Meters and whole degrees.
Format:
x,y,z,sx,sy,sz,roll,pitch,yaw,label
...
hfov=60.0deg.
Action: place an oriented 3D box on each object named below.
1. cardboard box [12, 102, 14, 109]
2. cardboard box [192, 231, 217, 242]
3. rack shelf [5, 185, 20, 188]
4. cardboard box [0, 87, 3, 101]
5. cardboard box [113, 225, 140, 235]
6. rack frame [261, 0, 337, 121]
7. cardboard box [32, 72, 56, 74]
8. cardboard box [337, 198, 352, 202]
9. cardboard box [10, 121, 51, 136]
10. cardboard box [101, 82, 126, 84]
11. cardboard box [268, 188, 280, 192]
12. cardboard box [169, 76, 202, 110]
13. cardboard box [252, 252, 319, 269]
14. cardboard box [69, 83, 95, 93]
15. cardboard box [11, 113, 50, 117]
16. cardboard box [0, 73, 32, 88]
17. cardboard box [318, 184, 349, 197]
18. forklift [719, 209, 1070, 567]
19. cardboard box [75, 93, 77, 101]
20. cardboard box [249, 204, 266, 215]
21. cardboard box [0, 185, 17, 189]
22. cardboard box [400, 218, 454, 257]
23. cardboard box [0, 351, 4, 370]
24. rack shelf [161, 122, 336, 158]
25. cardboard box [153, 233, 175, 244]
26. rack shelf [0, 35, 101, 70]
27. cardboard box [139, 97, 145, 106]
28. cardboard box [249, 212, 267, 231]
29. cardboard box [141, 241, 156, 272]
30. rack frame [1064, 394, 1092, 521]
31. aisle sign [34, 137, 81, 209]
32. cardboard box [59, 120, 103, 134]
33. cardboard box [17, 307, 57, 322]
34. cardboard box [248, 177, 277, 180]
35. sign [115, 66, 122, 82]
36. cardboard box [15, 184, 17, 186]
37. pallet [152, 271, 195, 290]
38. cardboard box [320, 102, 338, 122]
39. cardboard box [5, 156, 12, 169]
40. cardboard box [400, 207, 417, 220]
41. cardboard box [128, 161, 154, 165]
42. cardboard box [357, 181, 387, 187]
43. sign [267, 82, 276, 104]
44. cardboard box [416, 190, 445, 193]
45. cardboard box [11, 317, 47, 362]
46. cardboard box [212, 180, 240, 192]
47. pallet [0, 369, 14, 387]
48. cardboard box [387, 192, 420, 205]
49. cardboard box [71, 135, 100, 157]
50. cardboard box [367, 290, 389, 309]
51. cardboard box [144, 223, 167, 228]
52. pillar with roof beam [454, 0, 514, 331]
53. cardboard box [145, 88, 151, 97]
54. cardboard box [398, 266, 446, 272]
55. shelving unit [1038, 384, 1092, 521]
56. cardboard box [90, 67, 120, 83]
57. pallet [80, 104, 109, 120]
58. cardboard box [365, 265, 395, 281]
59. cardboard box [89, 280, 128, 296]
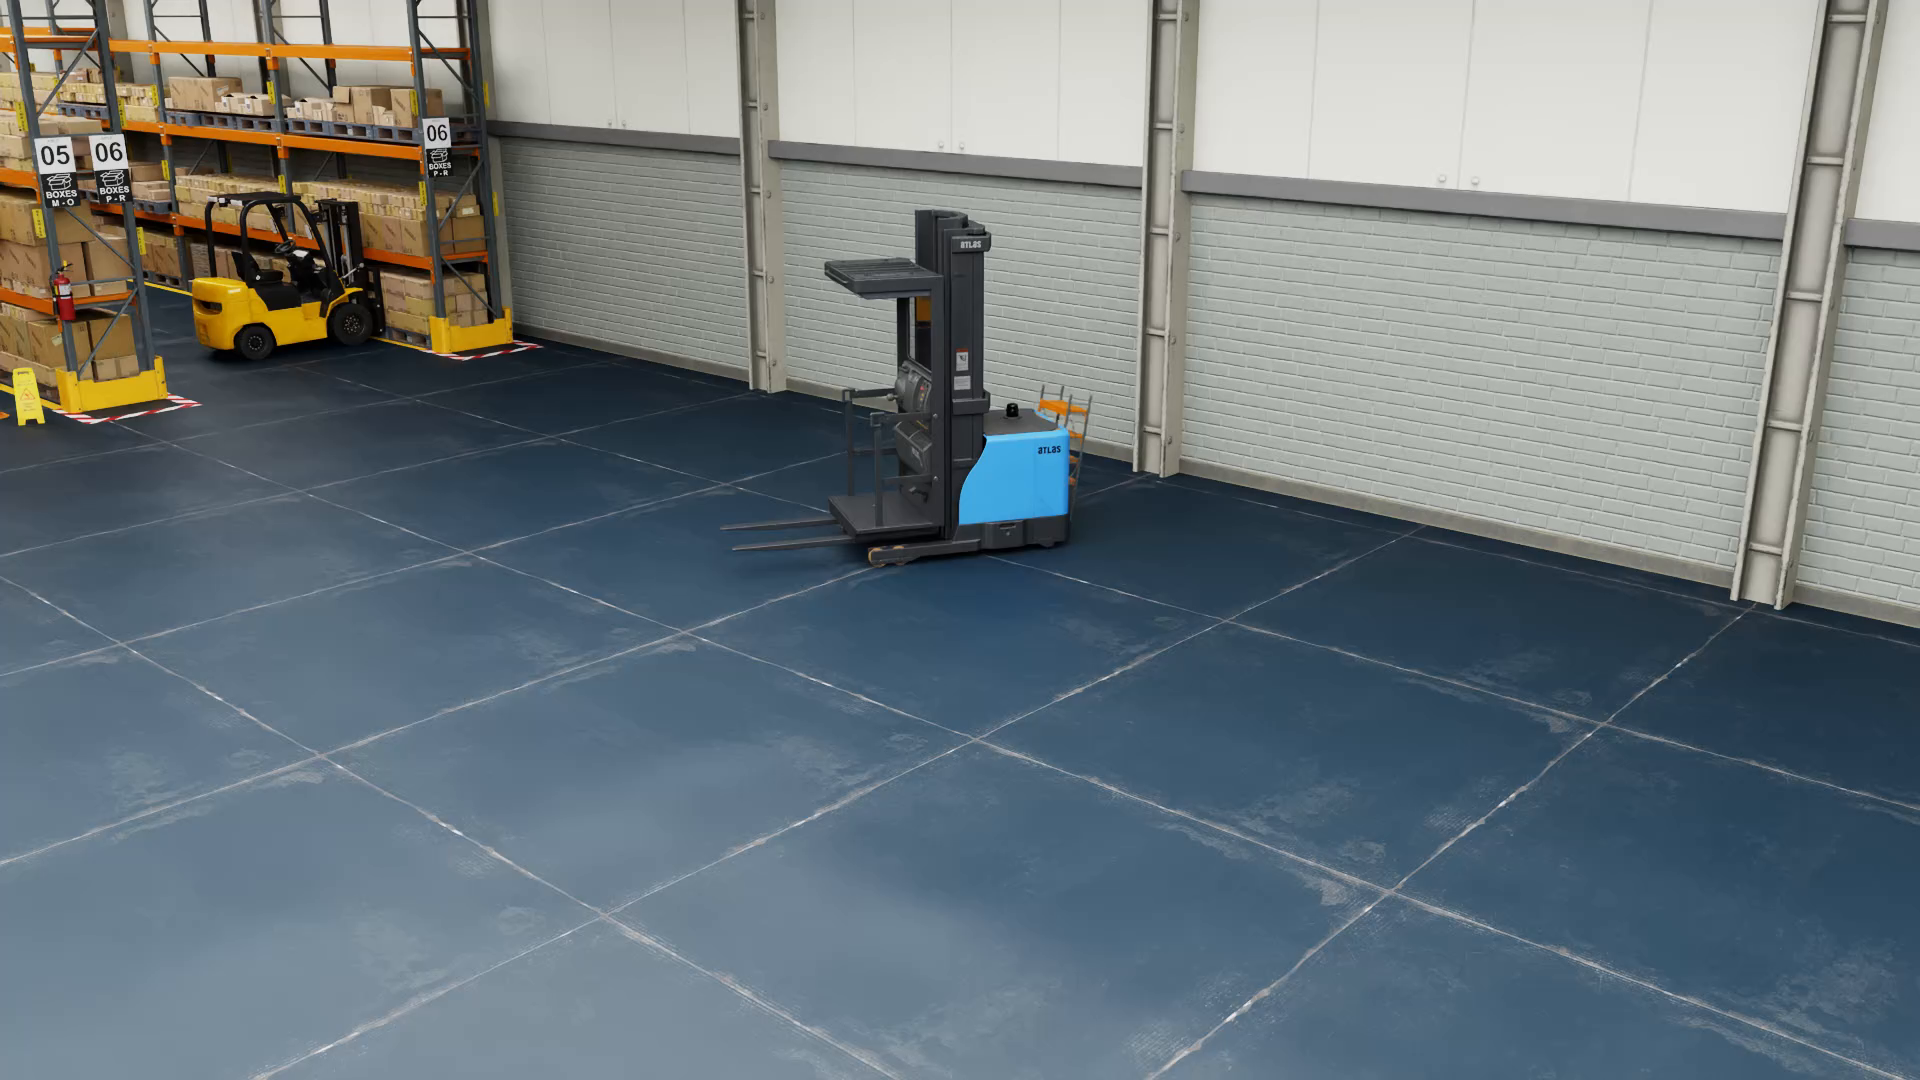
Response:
x,y,z,sx,sy,sz,roll,pitch,yaw,label
-17.945,-8.356,31.938,0.250,0.149,0.380,15,23,39,cardboard box
-13.348,-5.371,29.442,0.250,0.149,0.380,16,24,41,cardboard box
-17.472,-6.680,32.391,4.000,0.370,1.077,15,23,39,rack shelf
-18.423,-8.676,32.289,0.500,0.250,0.500,16,23,40,cardboard box
-15.212,-5.668,30.378,0.250,0.149,0.380,15,23,38,cardboard box
-9.992,-7.875,25.048,0.127,3.000,1.000,15,23,39,rack frame
-17.669,-8.931,32.265,0.500,0.250,0.500,15,23,40,cardboard box
-8.990,-4.985,24.622,0.250,0.149,0.380,14,22,38,cardboard box
-10.909,-4.840,19.541,0.250,0.149,0.380,16,23,40,cardboard box
-15.274,-8.192,30.072,0.250,0.149,0.380,14,23,38,cardboard box
-10.600,-5.438,26.050,0.250,0.149,0.380,15,23,38,cardboard box
-12.604,-7.343,27.306,0.500,0.500,0.500,15,23,40,cardboard box
-10.965,-4.343,27.069,0.625,0.625,0.875,15,23,39,cardboard box
-15.635,-8.064,29.667,0.250,0.149,0.380,14,23,38,cardboard box
-11.679,-5.277,20.920,0.250,0.149,0.380,15,23,40,cardboard box
-18.050,-8.813,31.893,0.500,0.250,0.500,15,23,38,cardboard box
-9.374,-5.226,24.892,0.250,0.149,0.380,16,23,40,cardboard box
-0.593,-1.339,14.487,3.031,2.935,1.130,-6,18,-17,forklift
-15.591,-7.941,29.771,0.250,0.149,0.380,15,23,40,cardboard box
-10.919,-5.324,26.351,0.500,0.250,0.500,14,23,38,cardboard box
-12.374,-4.205,21.094,0.500,0.500,0.700,14,23,38,cardboard box
-7.543,-4.299,23.534,0.500,0.500,0.500,14,23,38,cardboard box
-12.217,-2.391,21.537,0.500,0.250,0.500,15,23,39,cardboard box
-11.488,-6.503,26.876,4.000,0.370,1.077,15,23,39,rack shelf
-13.914,-5.289,29.183,0.250,0.149,0.380,14,22,37,cardboard box
-11.788,-6.005,20.351,4.000,0.370,1.077,15,23,39,rack shelf
-13.769,-7.498,28.410,0.250,0.149,0.380,16,23,40,cardboard box
-10.922,-5.085,26.424,0.500,0.250,0.500,15,23,39,cardboard box
-14.203,-5.071,29.568,0.500,0.500,0.500,16,24,42,cardboard box
1.027,-0.758,15.465,0.240,1.200,0.015,1,15,-30,rack frame
-10.438,-4.249,19.244,0.004,0.787,0.394,15,23,39,aisle sign
-10.423,-4.896,19.717,0.250,0.149,0.380,15,23,39,cardboard box
-11.384,-2.805,20.530,0.250,0.149,0.380,16,24,41,cardboard box
-11.567,-5.928,27.593,0.250,0.149,0.380,15,23,38,cardboard box
-15.610,-8.612,30.823,0.005,0.325,0.100,15,23,39,sign
-18.463,-7.091,32.912,0.250,0.149,0.380,15,23,39,cardboard box
-13.517,-4.648,29.407,1.213,0.211,1.003,15,23,39,pallet
-9.084,-6.262,24.288,0.258,0.266,0.396,14,23,38,cardboard box
-11.129,-4.510,19.821,0.250,0.149,0.380,16,24,41,cardboard box
-7.657,-4.620,23.471,0.250,0.149,0.380,16,23,40,cardboard box
-14.788,-6.460,29.648,0.500,0.500,0.700,15,23,39,cardboard box
-8.957,-5.372,25.351,0.250,0.149,0.380,14,23,38,cardboard box
-10.345,-6.716,24.983,0.005,0.325,0.100,15,23,39,sign
-7.665,-4.989,24.145,0.250,0.149,0.380,15,23,40,cardboard box
-11.457,-2.541,20.771,0.500,0.500,0.500,16,24,41,cardboard box
-11.969,-5.788,27.152,0.250,0.149,0.380,16,23,40,cardboard box
-11.842,-2.190,21.665,1.213,0.211,1.003,15,23,39,pallet
-7.964,-4.891,23.833,0.250,0.149,0.380,15,23,40,cardboard box
-10.492,-4.749,19.916,0.500,0.250,0.500,15,23,38,cardboard box
-8.340,-3.569,24.423,0.500,0.250,0.500,14,23,38,cardboard box
-14.742,-5.719,30.540,0.250,0.149,0.380,16,24,41,cardboard box
-9.780,-6.441,20.531,0.400,9.000,9.100,15,23,39,pillar with roof beam
-13.564,-7.587,28.198,0.250,0.149,0.380,14,22,37,cardboard box
-7.977,-3.920,24.702,0.500,0.250,0.500,15,23,39,cardboard box
0.911,-0.823,15.669,0.258,1.200,0.503,1,15,-30,shelving unit
-15.482,-8.427,30.126,0.258,0.266,0.396,15,23,39,cardboard box
-14.757,-7.607,29.475,1.003,0.211,1.213,15,23,39,pallet
-8.696,-3.904,24.652,0.500,0.250,0.500,14,23,38,cardboard box
-10.409,-3.083,20.284,0.250,0.149,0.380,15,23,39,cardboard box
